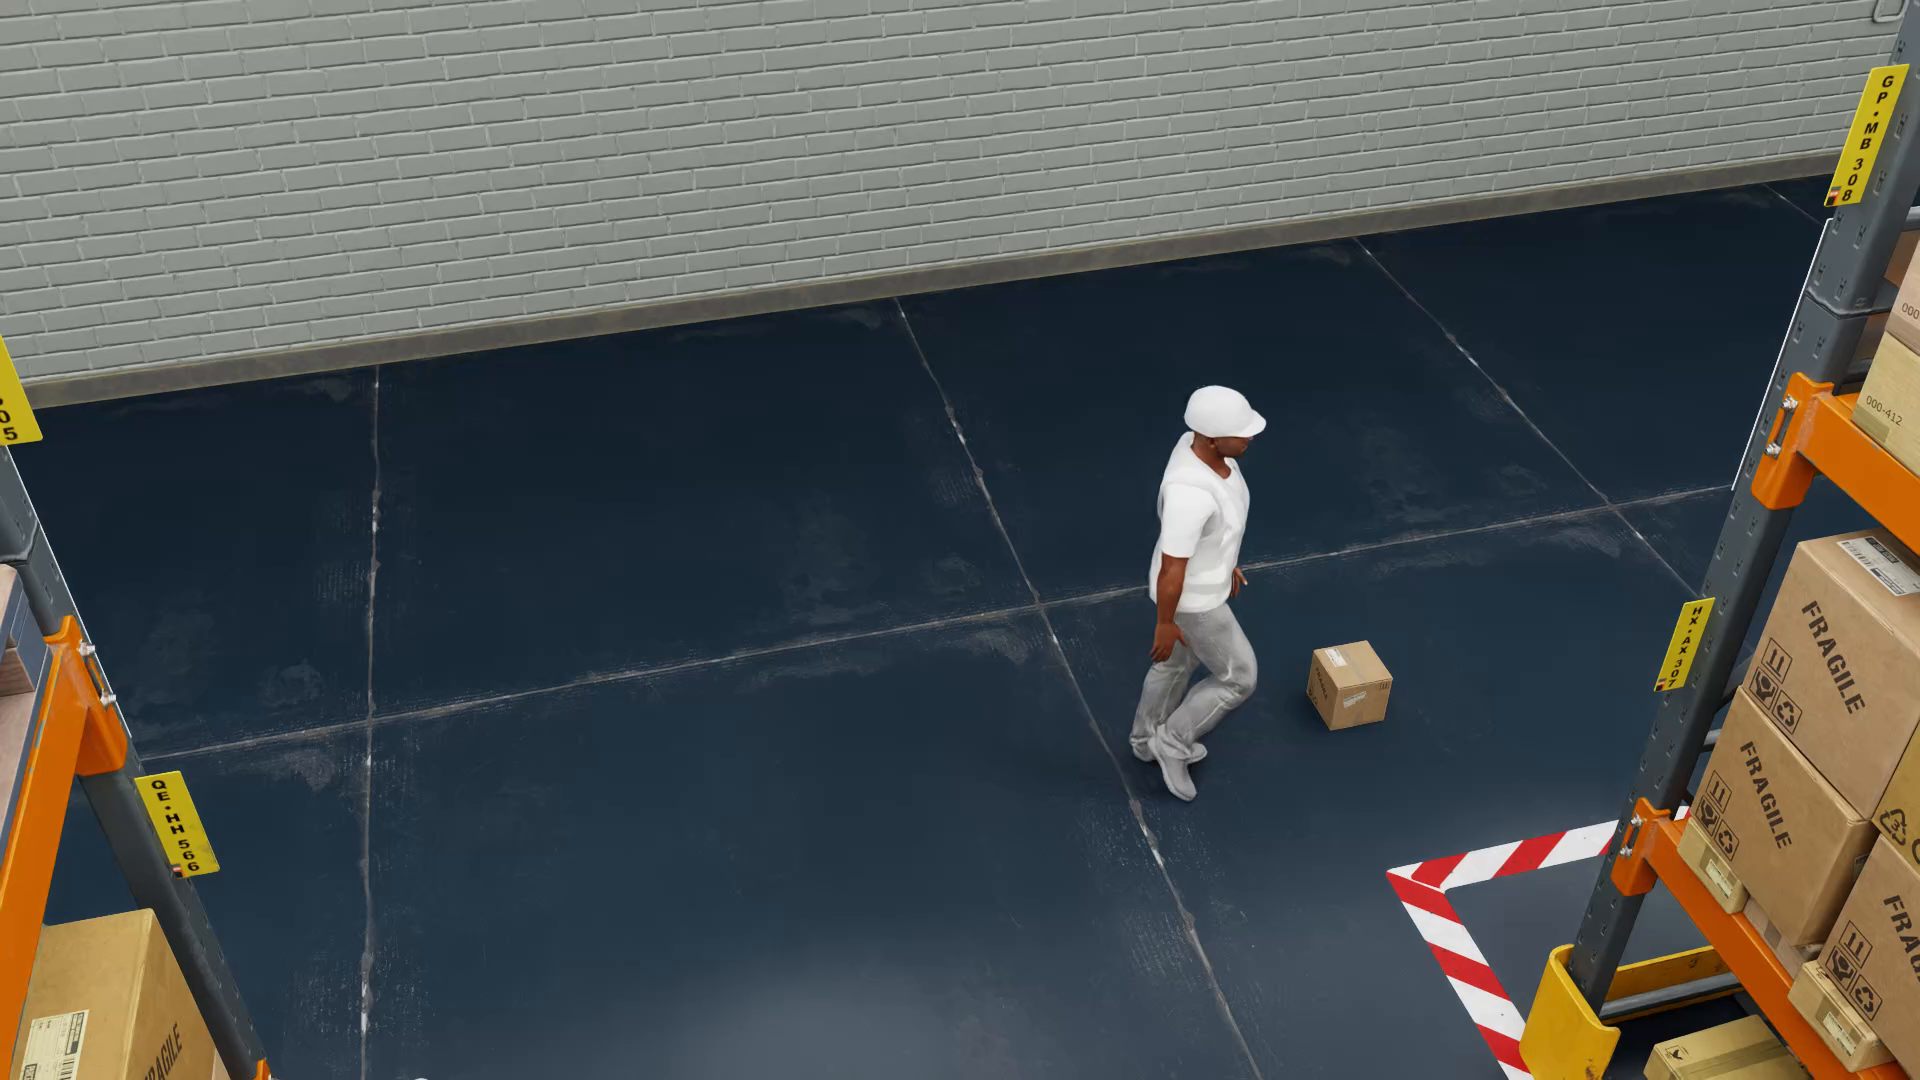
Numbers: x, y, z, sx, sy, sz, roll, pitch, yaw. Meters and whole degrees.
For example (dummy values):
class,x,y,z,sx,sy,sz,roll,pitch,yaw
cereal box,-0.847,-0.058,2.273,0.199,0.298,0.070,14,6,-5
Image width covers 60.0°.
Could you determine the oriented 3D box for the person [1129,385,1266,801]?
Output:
class,x,y,z,sx,sy,sz,roll,pitch,yaw
person,0.946,0.189,6.438,0.474,1.781,0.633,5,38,7
